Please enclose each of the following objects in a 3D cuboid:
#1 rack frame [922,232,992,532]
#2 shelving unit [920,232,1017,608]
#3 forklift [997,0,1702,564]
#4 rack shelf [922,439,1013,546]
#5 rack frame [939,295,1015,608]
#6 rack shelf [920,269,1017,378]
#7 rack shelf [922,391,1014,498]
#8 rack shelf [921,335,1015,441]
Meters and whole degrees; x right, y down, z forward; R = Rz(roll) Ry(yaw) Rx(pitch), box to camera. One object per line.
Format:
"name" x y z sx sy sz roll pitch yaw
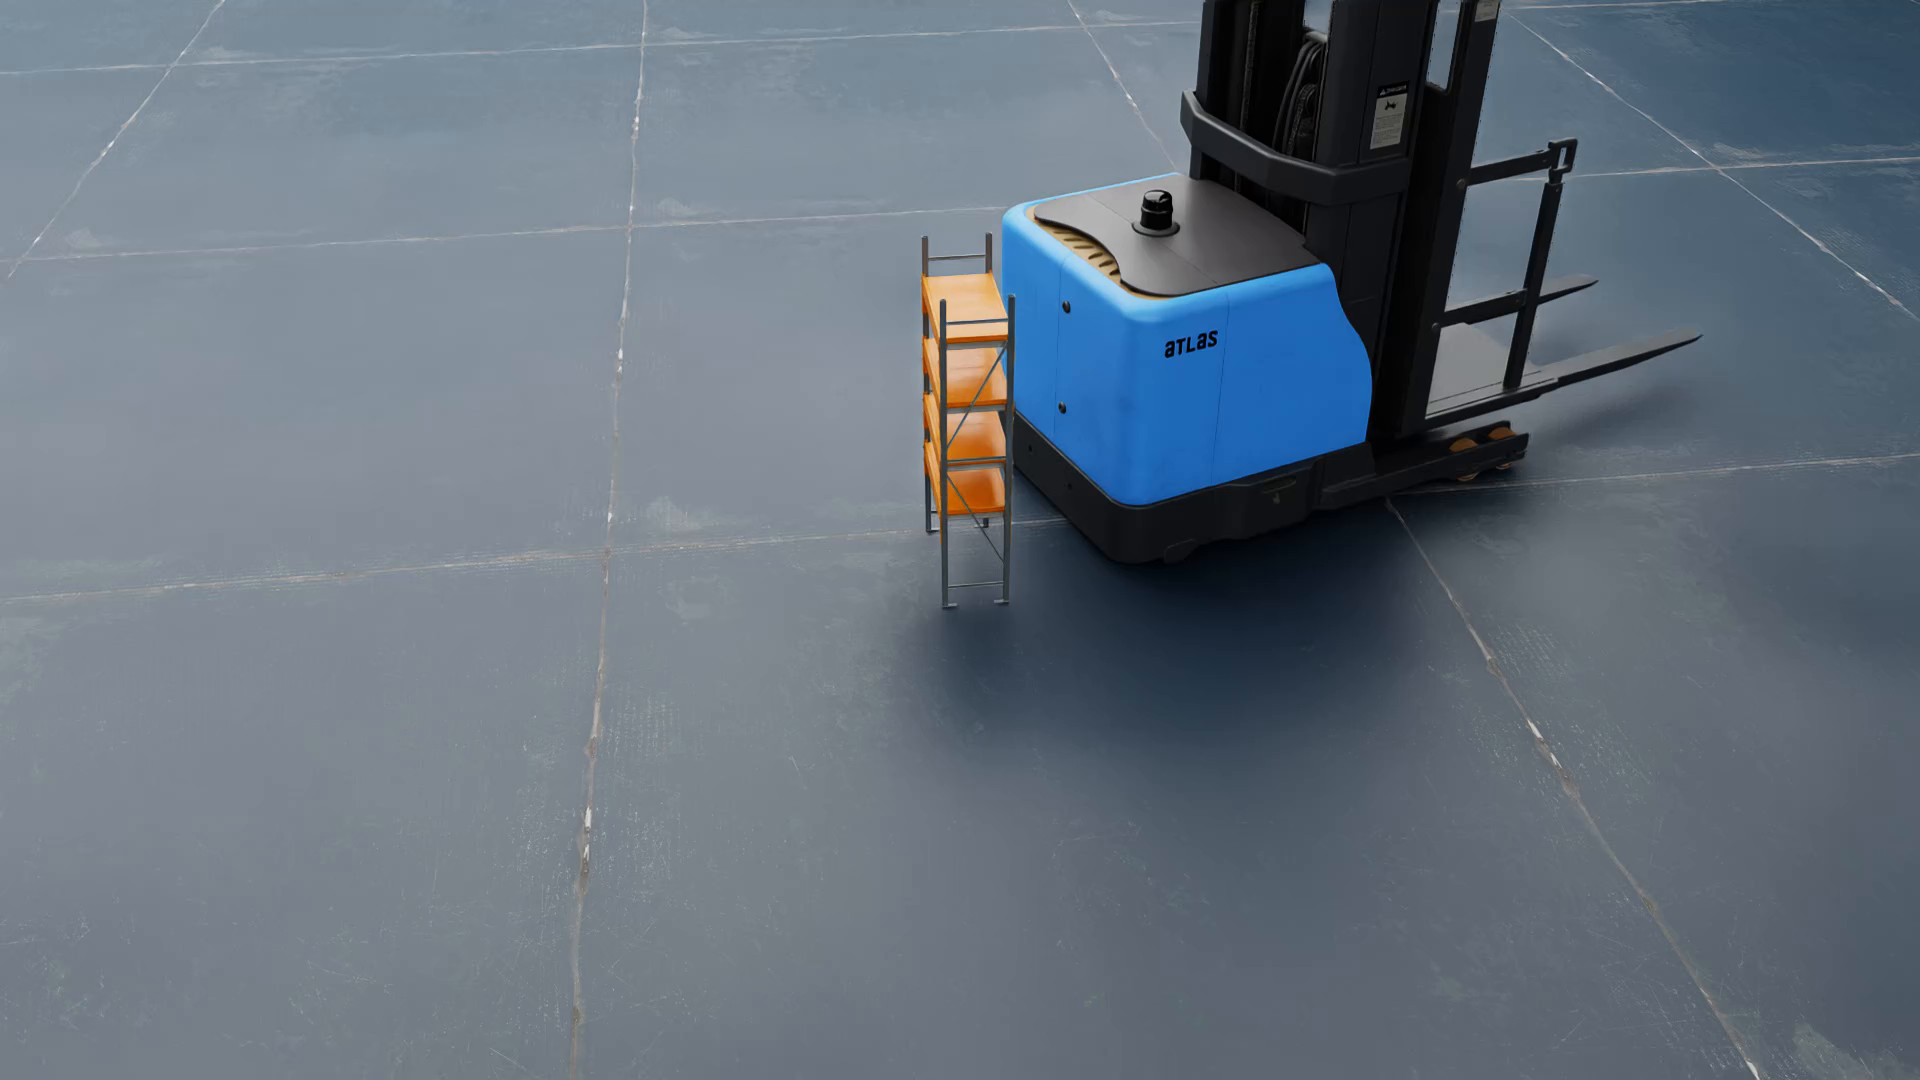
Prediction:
"rack frame" -0.011 -0.540 5.976 0.240 1.200 0.015 -4 35 -6
"shelving unit" 0.022 -0.403 5.777 0.258 1.200 0.503 -4 35 -6
"forklift" 1.693 -1.694 6.133 3.031 2.935 1.130 -16 37 -22
"rack shelf" 0.022 -0.184 5.926 0.258 0.148 0.480 -4 35 -6
"rack frame" 0.055 -0.267 5.577 0.240 1.200 0.015 -4 35 -6
"rack shelf" 0.022 -0.728 5.555 0.258 0.148 0.480 -4 35 -6
"rack shelf" 0.022 -0.348 5.814 0.258 0.148 0.480 -4 35 -6
"rack shelf" 0.022 -0.533 5.688 0.258 0.148 0.480 -4 35 -6
